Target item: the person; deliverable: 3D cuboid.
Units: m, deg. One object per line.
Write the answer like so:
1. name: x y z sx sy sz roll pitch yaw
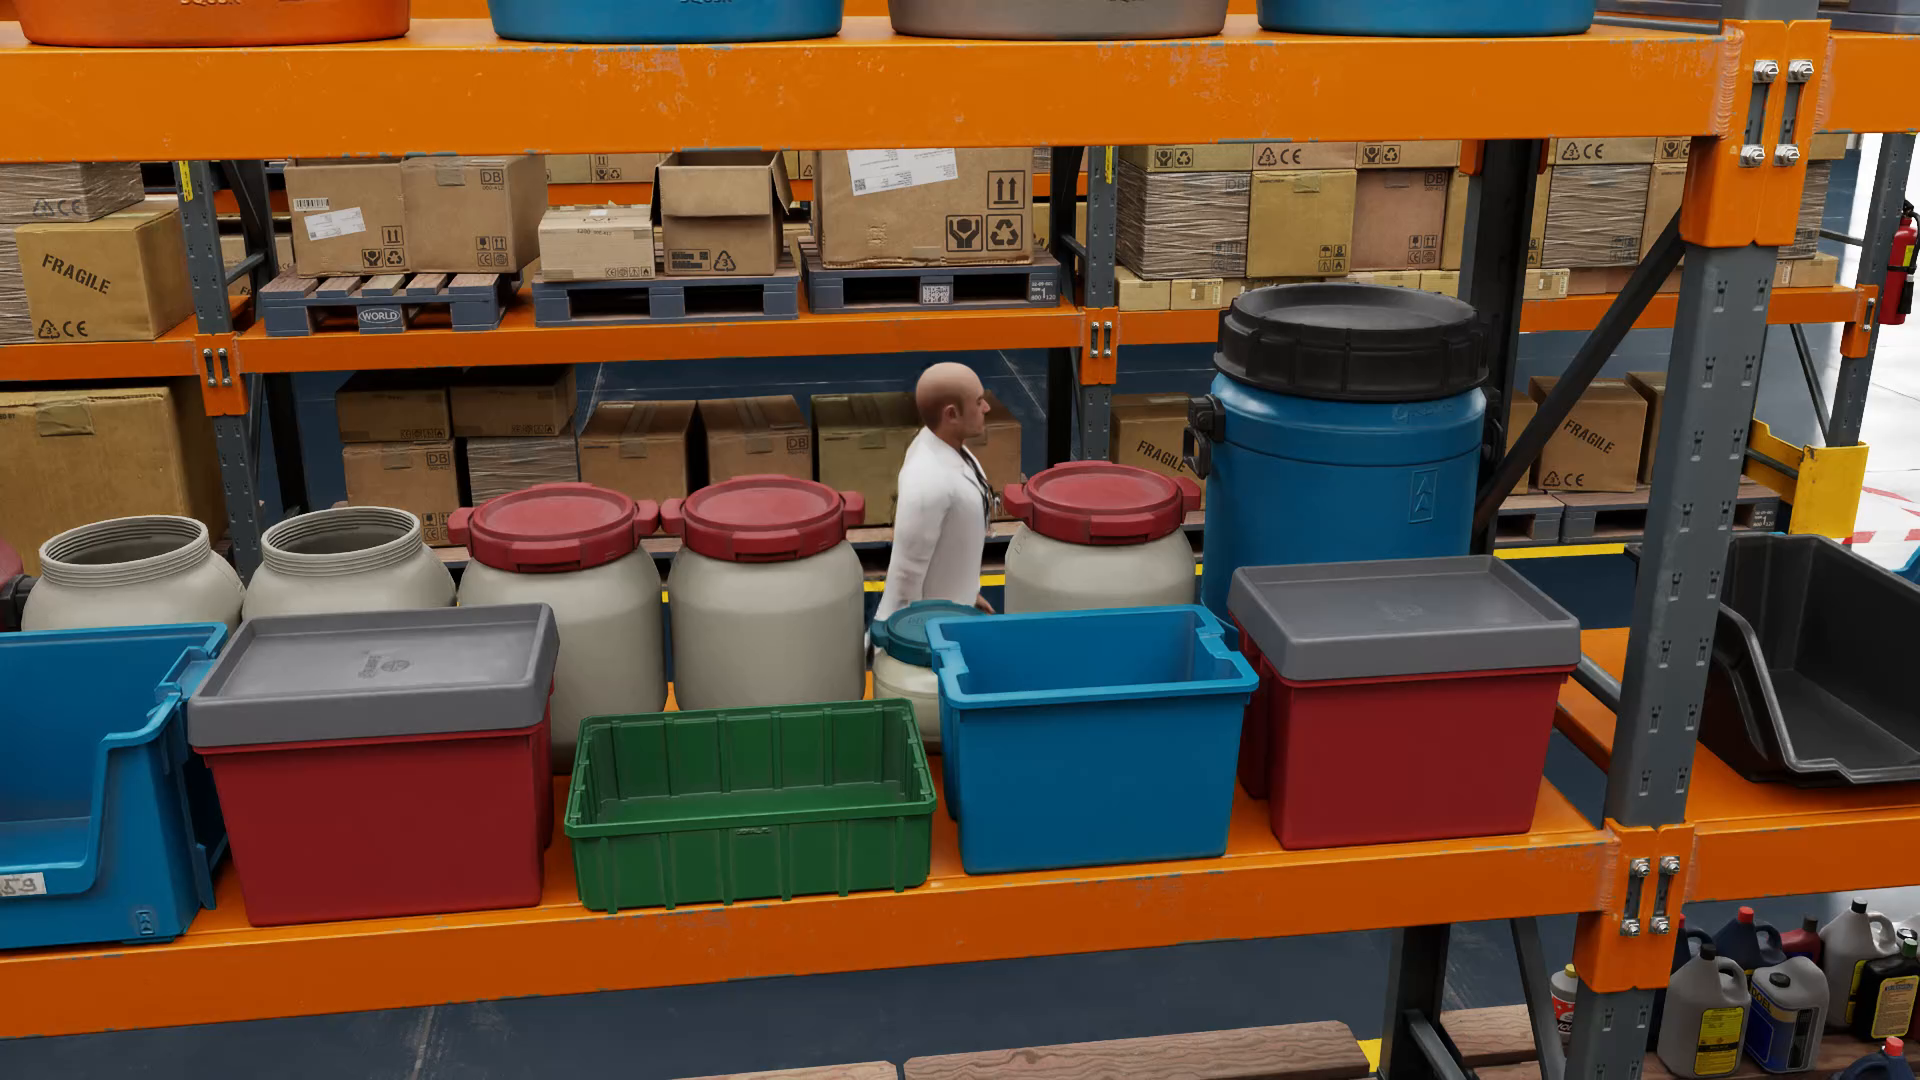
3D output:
1. person: -0.079 0.265 5.377 1.152 1.721 0.608 -2 20 -6
